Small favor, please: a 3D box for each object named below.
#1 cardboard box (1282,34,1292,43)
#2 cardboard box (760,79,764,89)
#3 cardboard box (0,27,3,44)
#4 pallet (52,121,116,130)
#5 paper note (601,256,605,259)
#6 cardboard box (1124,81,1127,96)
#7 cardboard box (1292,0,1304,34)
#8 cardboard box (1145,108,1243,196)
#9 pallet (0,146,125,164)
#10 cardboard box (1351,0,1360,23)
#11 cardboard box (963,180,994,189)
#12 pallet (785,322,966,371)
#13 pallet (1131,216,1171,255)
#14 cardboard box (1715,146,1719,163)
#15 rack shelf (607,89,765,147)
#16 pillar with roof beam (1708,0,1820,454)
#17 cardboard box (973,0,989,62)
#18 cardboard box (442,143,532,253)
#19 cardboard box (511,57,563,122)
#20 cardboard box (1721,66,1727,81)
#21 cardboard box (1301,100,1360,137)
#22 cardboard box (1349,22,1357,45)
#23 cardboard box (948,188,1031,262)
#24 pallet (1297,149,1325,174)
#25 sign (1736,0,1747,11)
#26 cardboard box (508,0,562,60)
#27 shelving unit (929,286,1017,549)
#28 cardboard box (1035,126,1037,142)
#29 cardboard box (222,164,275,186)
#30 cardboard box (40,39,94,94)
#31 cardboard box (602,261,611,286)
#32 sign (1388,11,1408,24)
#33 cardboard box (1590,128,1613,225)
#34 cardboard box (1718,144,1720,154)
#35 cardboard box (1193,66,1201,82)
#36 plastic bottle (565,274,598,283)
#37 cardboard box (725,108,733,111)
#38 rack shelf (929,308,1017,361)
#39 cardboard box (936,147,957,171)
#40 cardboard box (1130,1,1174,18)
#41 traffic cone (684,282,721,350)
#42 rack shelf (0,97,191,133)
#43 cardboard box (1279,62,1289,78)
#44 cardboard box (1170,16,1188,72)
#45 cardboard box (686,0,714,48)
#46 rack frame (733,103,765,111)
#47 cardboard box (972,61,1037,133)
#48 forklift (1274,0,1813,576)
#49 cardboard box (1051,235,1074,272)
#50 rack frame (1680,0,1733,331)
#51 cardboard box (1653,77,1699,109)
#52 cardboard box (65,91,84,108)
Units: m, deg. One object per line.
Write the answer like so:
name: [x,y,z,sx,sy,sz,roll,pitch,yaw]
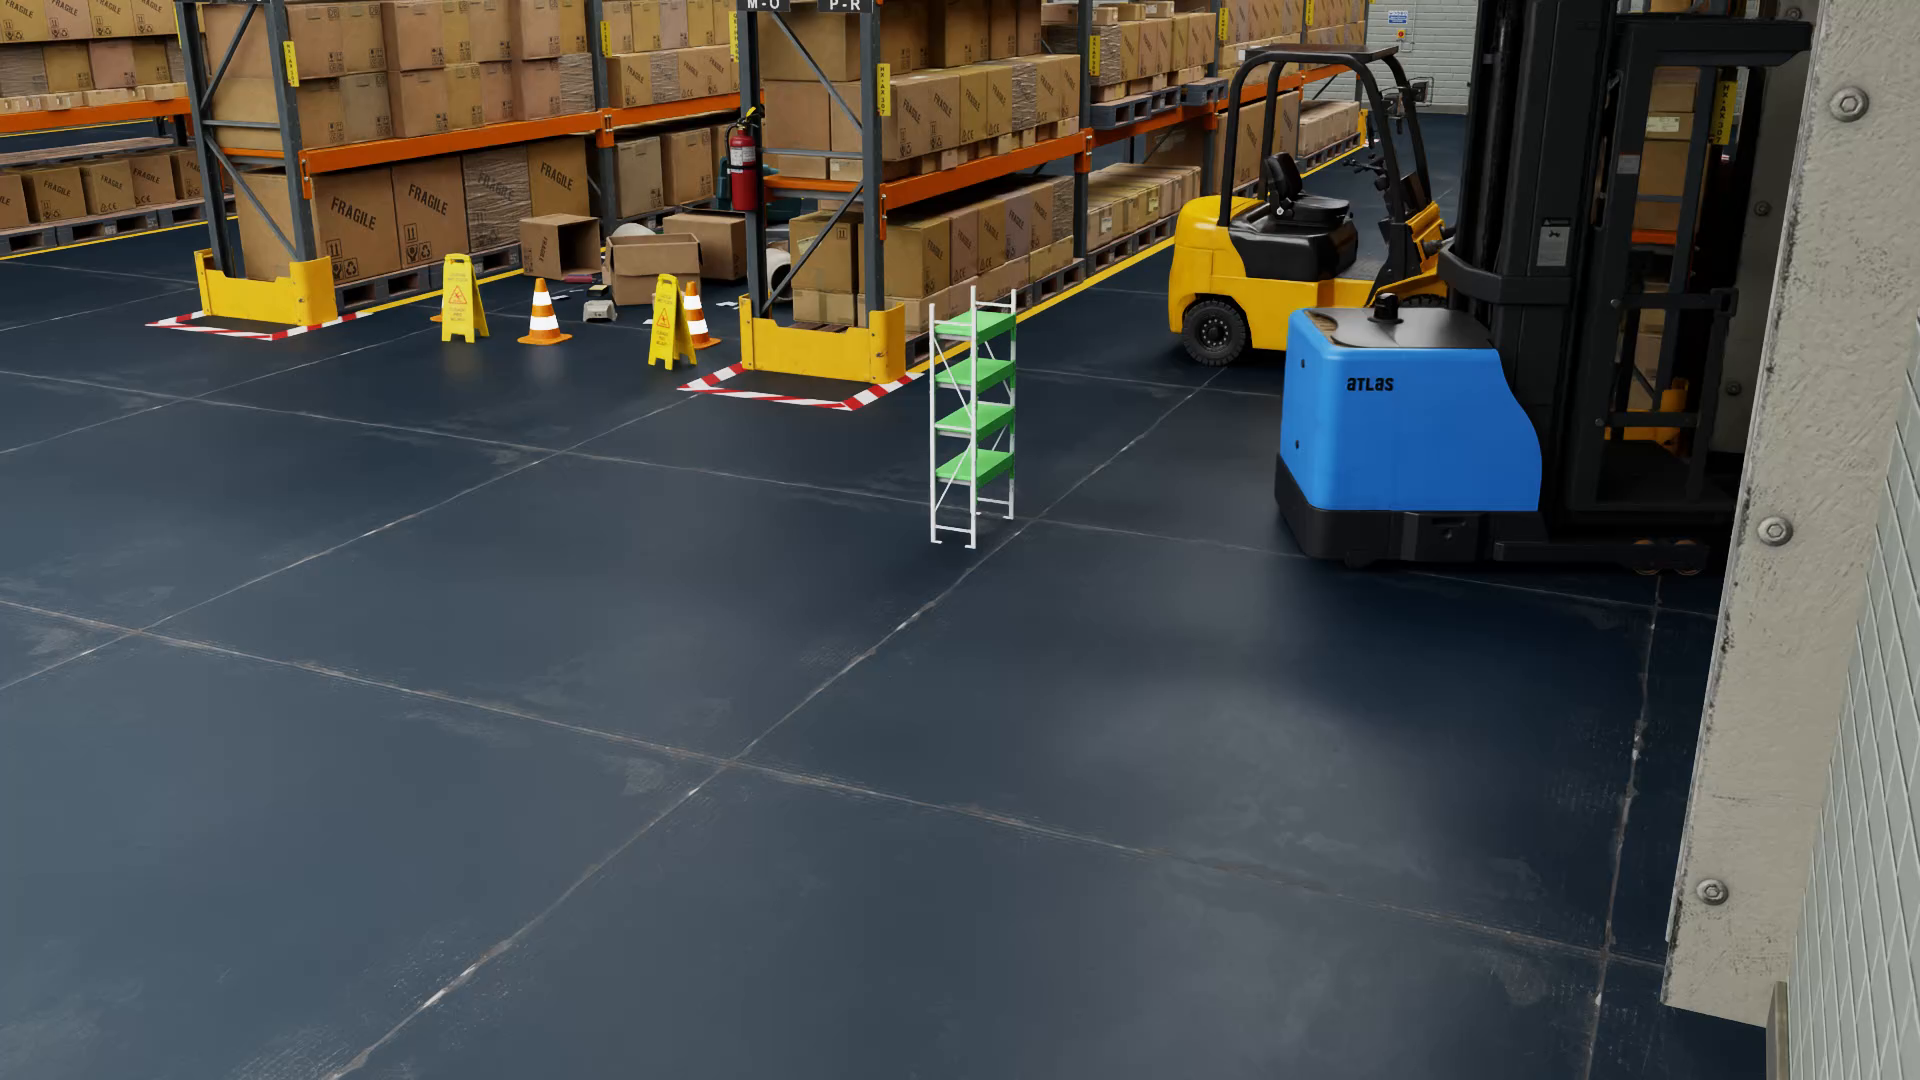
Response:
cardboard box: [3.766,-6.087,20.449,0.500,0.250,0.500,9,22,24]
cardboard box: [-2.418,-5.390,18.862,0.500,0.500,0.500,9,21,23]
cardboard box: [-9.347,-4.877,15.482,0.500,0.500,0.500,9,21,23]
pallet: [-14.951,-7.022,27.763,1.003,0.211,1.213,9,21,23]
paper note: [-3.360,-2.719,15.930,0.147,0.020,0.142,-5,20,-15]
cardboard box: [1.318,-4.176,15.346,0.380,0.149,0.250,10,22,26]
cardboard box: [3.969,-6.591,20.748,0.500,0.500,0.500,9,22,24]
cardboard box: [2.643,-4.418,18.822,0.875,0.875,0.875,8,21,22]
pallet: [-12.129,-5.144,22.481,1.003,0.211,1.213,9,21,23]
cardboard box: [5.393,-7.641,23.700,0.500,0.500,0.500,9,21,23]
cardboard box: [-0.050,-2.746,13.934,0.500,0.500,0.500,9,22,25]
pallet: [-0.595,-1.529,12.316,1.003,0.211,1.213,9,21,23]
pallet: [1.462,-3.097,16.726,1.003,0.211,1.213,9,21,23]
cardboard box: [7.670,-4.019,17.291,0.380,0.149,0.250,8,21,20]
rack shelf: [-3.092,-4.719,18.199,1.077,0.370,4.000,9,21,23]
pillar with roof beam: [0.718,-5.402,10.093,9.100,9.000,0.400,9,21,23]
cardboard box: [-0.191,-4.049,13.156,0.700,0.500,0.500,8,21,22]
cardboard box: [-4.598,-3.185,15.355,0.875,0.875,0.875,9,21,23]
cardboard box: [-4.256,-4.232,15.531,0.875,0.550,0.550,9,21,23]
cardboard box: [5.039,-3.234,11.387,0.380,0.149,0.250,8,21,22]
cardboard box: [5.381,-6.242,24.605,0.875,0.438,0.875,8,21,21]
cardboard box: [5.385,-7.179,23.892,0.500,0.500,0.500,8,21,22]
cardboard box: [0.235,-2.525,13.312,0.500,0.500,0.500,10,22,26]
pallet: [4.305,-5.152,22.504,1.003,0.211,1.213,9,21,23]
sign: [8.960,-6.035,19.096,0.100,0.325,0.005,9,21,23]
cardboard box: [-4.212,-4.734,15.332,0.875,0.550,0.550,9,21,23]
shelving unit: [0.068,-0.616,8.273,0.258,1.200,0.503,9,21,23]
cardboard box: [0.405,-3.320,13.565,0.380,0.149,0.250,8,21,22]
cardboard box: [-8.123,-4.373,19.225,0.700,0.500,0.500,7,21,19]
cardboard box: [-9.227,-4.755,16.632,0.875,0.500,0.500,9,21,23]
cardboard box: [-2.934,-2.381,14.630,0.396,0.266,0.258,13,23,32]
sign: [7.829,-9.347,29.733,0.327,0.218,0.001,9,21,23]
cardboard box: [3.500,-2.130,9.694,0.500,0.500,0.500,8,21,21]
cardboard box: [8.521,-4.394,19.314,0.500,0.500,0.500,8,21,22]
cardboard box: [2.259,-4.793,17.082,0.380,0.149,0.250,8,21,22]
plastic bottle: [-3.350,-2.317,14.755,0.283,0.061,0.133,1,20,4]
cardboard box: [-4.042,-7.539,27.597,0.875,0.875,0.875,9,21,23]
rack shelf: [0.068,-1.008,8.134,0.258,0.148,0.480,9,21,23]
cardboard box: [-0.245,-2.753,11.972,0.380,0.149,0.250,9,21,24]
cardboard box: [1.872,-5.173,16.214,0.380,0.149,0.250,7,21,20]
traffic cone: [-1.992,-1.689,12.391,0.336,0.463,0.334,9,21,23]
rack shelf: [-9.213,-4.208,16.762,1.077,0.370,4.000,9,21,23]
cardboard box: [3.759,-5.846,20.518,0.500,0.250,0.500,8,21,22]
cardboard box: [1.945,-4.916,16.457,0.500,0.500,0.500,7,21,19]
cardboard box: [-3.089,-5.584,17.915,0.700,0.500,0.500,8,21,22]
rack frame: [-2.273,-5.670,19.798,1.000,3.000,0.127,9,21,23]
cardboard box: [0.279,-3.499,13.099,0.500,0.500,0.500,9,22,24]
forklift: [3.164,-1.392,7.871,3.031,2.935,1.130,0,20,1]
cardboard box: [0.650,-2.483,14.315,0.500,0.250,0.500,10,22,25]
rack frame: [5.177,-3.119,12.625,1.000,3.000,0.127,9,21,23]
cardboard box: [4.037,-2.535,9.422,0.380,0.149,0.250,9,22,25]
cardboard box: [-9.014,-4.412,16.635,0.380,0.149,0.250,9,21,23]
